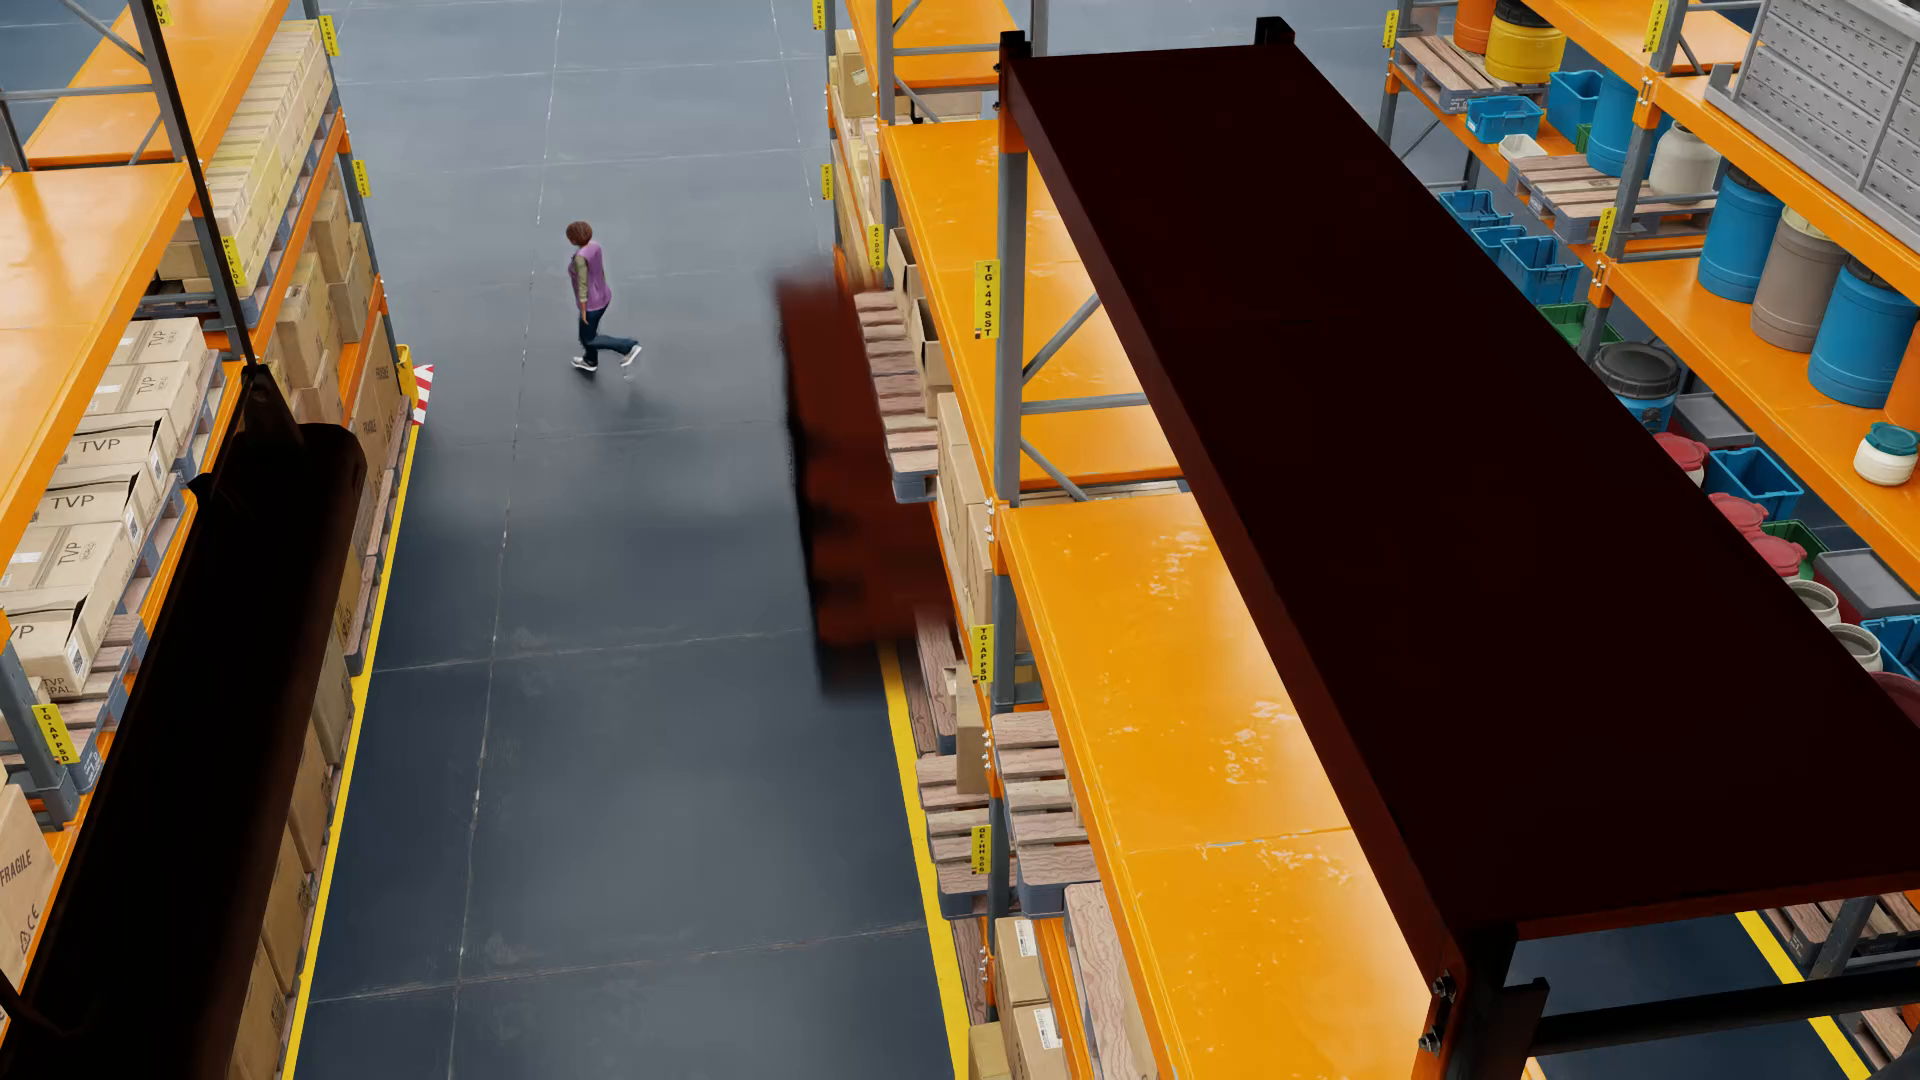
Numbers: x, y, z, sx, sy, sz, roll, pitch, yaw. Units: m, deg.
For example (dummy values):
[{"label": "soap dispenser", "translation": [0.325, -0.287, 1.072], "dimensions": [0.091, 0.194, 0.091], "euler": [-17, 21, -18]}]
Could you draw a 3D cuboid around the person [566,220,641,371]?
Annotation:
[{"label": "person", "translation": [-3.302, -2.158, 15.053], "dimensions": [0.797, 1.562, 0.456], "euler": [7, 37, 10]}]
